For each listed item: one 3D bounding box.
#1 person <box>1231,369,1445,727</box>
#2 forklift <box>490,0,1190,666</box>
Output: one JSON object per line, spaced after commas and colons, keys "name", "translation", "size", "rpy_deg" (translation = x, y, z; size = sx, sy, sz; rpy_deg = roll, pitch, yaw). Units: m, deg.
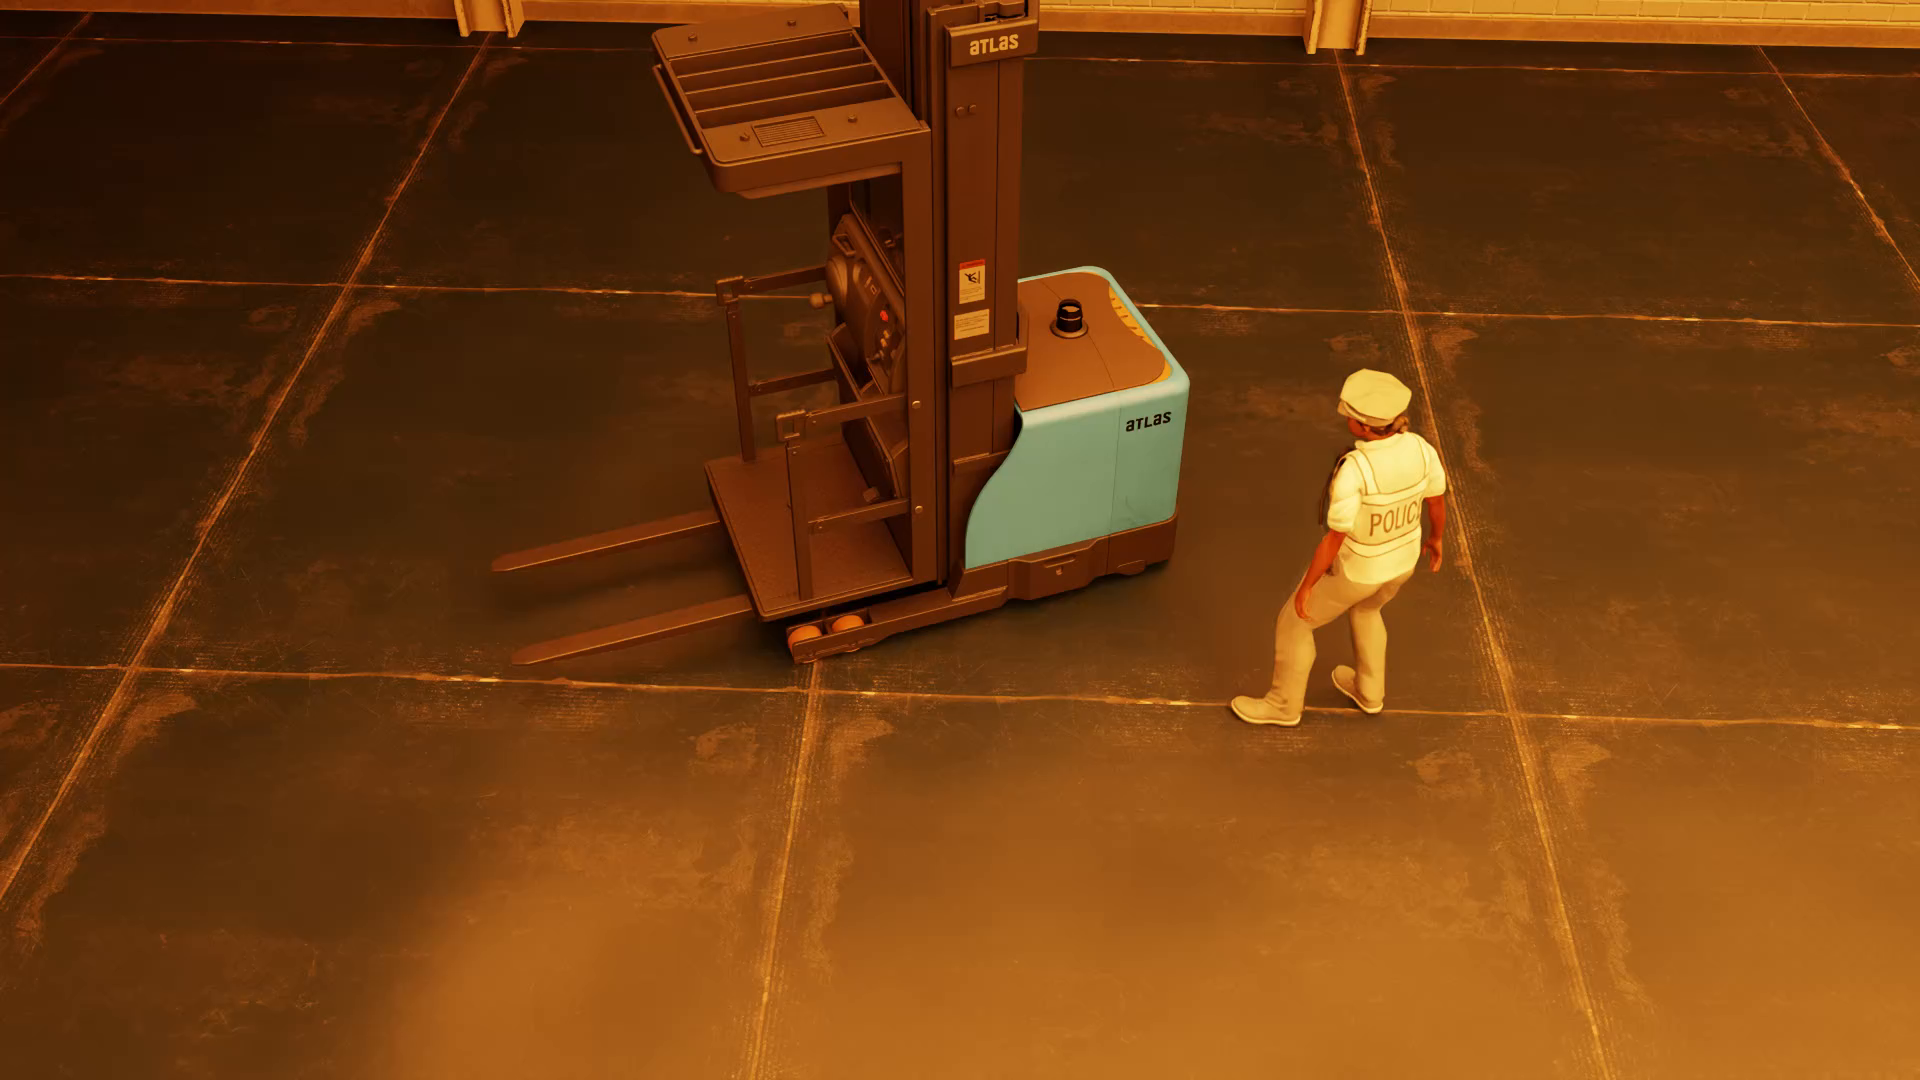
{"name": "person", "translation": [1.565, 0.081, 6.629], "size": [0.788, 1.632, 0.397], "rpy_deg": [-22, 47, -22]}
{"name": "forklift", "translation": [-0.573, -0.945, 6.778], "size": [3.031, 2.935, 1.130], "rpy_deg": [-13, 44, -14]}
